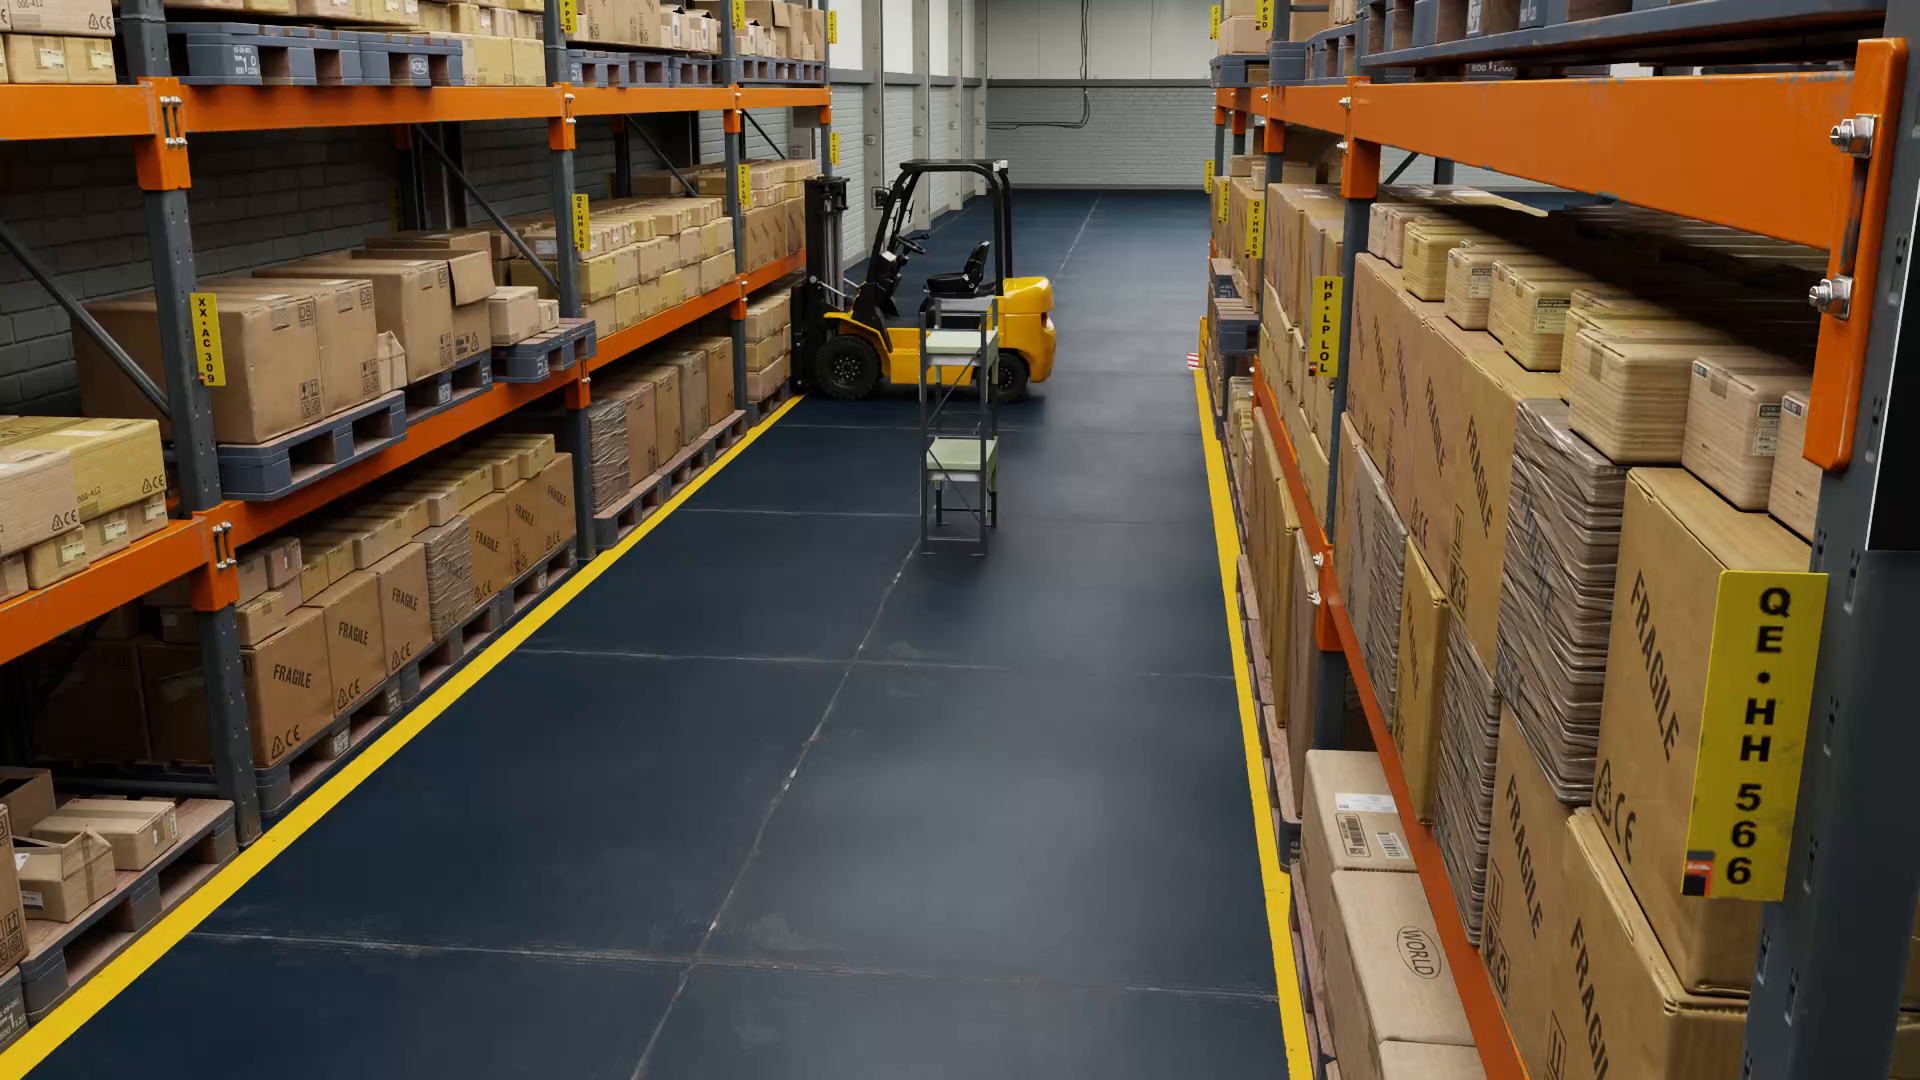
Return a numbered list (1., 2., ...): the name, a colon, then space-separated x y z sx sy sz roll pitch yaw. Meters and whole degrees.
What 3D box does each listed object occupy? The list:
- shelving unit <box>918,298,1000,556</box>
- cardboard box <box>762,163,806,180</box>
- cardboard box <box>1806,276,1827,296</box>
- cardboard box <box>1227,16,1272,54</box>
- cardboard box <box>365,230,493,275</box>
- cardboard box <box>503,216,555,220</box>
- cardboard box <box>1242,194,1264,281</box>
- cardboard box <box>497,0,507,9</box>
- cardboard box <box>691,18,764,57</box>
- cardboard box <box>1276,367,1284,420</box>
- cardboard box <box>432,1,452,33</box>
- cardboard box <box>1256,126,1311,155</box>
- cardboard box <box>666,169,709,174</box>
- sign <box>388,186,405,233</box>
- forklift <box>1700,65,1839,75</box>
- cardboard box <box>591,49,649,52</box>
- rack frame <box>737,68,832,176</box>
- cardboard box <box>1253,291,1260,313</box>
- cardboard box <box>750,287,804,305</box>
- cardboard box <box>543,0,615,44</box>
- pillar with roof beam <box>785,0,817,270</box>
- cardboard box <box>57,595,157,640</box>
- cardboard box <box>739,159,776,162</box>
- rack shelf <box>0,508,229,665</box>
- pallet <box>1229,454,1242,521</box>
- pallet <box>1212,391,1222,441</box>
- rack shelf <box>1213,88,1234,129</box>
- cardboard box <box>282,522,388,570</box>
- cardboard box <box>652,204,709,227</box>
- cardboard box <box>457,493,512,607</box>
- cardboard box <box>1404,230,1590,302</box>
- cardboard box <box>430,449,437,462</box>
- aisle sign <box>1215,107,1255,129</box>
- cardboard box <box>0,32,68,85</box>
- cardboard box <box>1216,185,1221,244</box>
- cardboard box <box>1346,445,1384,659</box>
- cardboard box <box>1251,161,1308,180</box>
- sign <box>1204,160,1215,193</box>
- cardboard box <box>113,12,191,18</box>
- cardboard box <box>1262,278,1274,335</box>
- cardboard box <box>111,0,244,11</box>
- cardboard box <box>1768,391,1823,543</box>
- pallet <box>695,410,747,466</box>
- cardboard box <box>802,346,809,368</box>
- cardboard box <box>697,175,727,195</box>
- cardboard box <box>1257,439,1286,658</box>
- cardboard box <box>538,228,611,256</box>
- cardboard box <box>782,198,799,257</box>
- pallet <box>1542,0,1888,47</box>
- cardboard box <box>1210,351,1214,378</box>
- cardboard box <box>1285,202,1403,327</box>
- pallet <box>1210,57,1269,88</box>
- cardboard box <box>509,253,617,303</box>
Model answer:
1. shelving unit: 0.001 -0.726 10.473 0.431 1.500 0.755 2 15 6
2. cardboard box: -1.697 -3.555 16.057 0.380 0.149 0.250 2 15 8
3. cardboard box: 1.757 -0.384 2.987 0.380 0.149 0.250 2 15 7
4. cardboard box: 2.080 -3.408 11.257 0.500 0.250 0.500 2 15 6
5. cardboard box: -2.962 -1.463 9.329 0.500 0.500 0.500 2 15 9
6. cardboard box: -2.894 -2.127 11.348 0.380 0.149 0.250 1 15 5
7. cardboard box: 2.006 -1.850 10.193 0.500 0.500 0.500 1 15 5
8. cardboard box: -2.628 -2.889 8.807 0.380 0.149 0.250 1 15 4
9. cardboard box: -1.961 -4.243 14.033 0.500 0.311 0.500 2 15 7
10. cardboard box: 1.773 -0.734 7.916 0.500 0.250 0.500 2 15 8
11. cardboard box: -2.715 -2.547 8.110 0.380 0.149 0.250 2 15 7
12. cardboard box: 3.181 -3.675 15.828 0.700 0.500 0.500 2 15 7
13. cardboard box: -2.460 -3.241 14.897 0.380 0.149 0.250 1 15 5
14. sign: -3.300 -1.915 9.779 0.100 0.325 0.005 2 15 6
15. forklift: 5.097 -1.625 11.058 1.130 2.935 3.031 4 16 13
16. cardboard box: -2.497 -3.673 12.237 0.380 0.149 0.250 2 15 6
17. rack frame: -1.846 -3.415 17.546 1.000 3.000 0.127 2 15 6
18. cardboard box: 1.946 -1.440 9.919 0.380 0.149 0.250 2 15 7
19. cardboard box: -1.751 -2.250 15.784 0.500 0.250 0.500 1 15 5
20. cardboard box: -2.425 -3.268 10.069 0.500 0.500 0.500 2 15 7
21. pillar with roof beam: 2.135 -7.587 21.480 9.100 9.000 0.400 2 15 6
22. cardboard box: -3.445 0.284 6.608 0.380 0.149 0.250 1 15 4
23. cardboard box: -2.096 -3.840 17.111 0.380 0.149 0.250 1 15 5
24. rack shelf: -3.425 0.563 4.212 1.077 0.370 4.000 2 15 6
25. pallet: 2.414 -0.367 11.616 1.003 0.211 1.213 2 15 6
26. pallet: 2.676 -1.062 14.185 1.003 0.211 1.213 2 15 6
27. rack shelf: 2.861 -3.852 14.793 1.077 0.370 4.000 2 15 6
28. cardboard box: -2.840 0.026 7.560 0.380 0.149 0.250 2 15 6
29. cardboard box: -2.104 -2.443 12.515 0.380 0.149 0.250 1 15 5
30. cardboard box: -2.706 0.045 8.734 0.500 0.500 0.500 2 15 9
31. cardboard box: 1.291 -0.662 4.016 0.380 0.149 0.250 1 15 5
32. cardboard box: -3.174 -0.456 9.342 0.380 0.149 0.250 2 15 8
33. aisle sign: 2.786 -4.550 16.763 0.394 0.787 0.004 2 15 6
34. cardboard box: -2.978 -1.464 5.066 0.380 0.149 0.250 2 15 6
35. cardboard box: 2.597 -2.949 15.059 0.500 0.500 0.500 1 15 5
36. cardboard box: 1.359 0.038 4.582 0.500 0.500 0.500 2 15 7
37. cardboard box: 2.211 -2.544 11.515 0.380 0.149 0.250 3 15 9
38. sign: 2.548 -3.704 16.955 0.100 0.325 0.005 2 15 6
39. cardboard box: -3.211 -2.095 6.404 0.380 0.149 0.250 1 15 5
40. cardboard box: 1.881 -1.240 8.831 0.500 0.250 0.500 2 15 6
41. cardboard box: -2.771 -1.947 5.853 0.380 0.149 0.250 2 15 7
42. cardboard box: 1.123 -0.063 1.800 0.380 0.149 0.250 2 15 7
43. pallet: -2.341 -0.840 13.363 1.003 0.211 1.213 2 15 6
44. cardboard box: -1.752 -1.766 15.910 0.500 0.250 0.500 2 15 8
45. cardboard box: -1.966 -2.957 13.847 0.380 0.149 0.250 2 15 7
46. cardboard box: 1.919 0.036 8.050 0.875 0.875 0.875 2 15 7
47. cardboard box: -2.391 -1.845 10.305 0.380 0.149 0.250 2 15 7
48. cardboard box: -1.811 -2.930 15.561 0.500 0.500 0.500 2 15 7
49. pallet: 1.355 -0.718 1.995 1.003 0.211 1.213 2 15 6
50. cardboard box: 2.607 -1.670 15.556 0.500 0.250 0.500 3 15 10
51. cardboard box: 1.705 -1.212 7.291 0.500 0.500 0.500 2 15 7
52. pallet: 2.460 -3.433 12.225 1.213 0.211 1.003 2 15 6
53. cardboard box: -2.431 -1.617 10.224 0.500 0.250 0.500 2 15 6
